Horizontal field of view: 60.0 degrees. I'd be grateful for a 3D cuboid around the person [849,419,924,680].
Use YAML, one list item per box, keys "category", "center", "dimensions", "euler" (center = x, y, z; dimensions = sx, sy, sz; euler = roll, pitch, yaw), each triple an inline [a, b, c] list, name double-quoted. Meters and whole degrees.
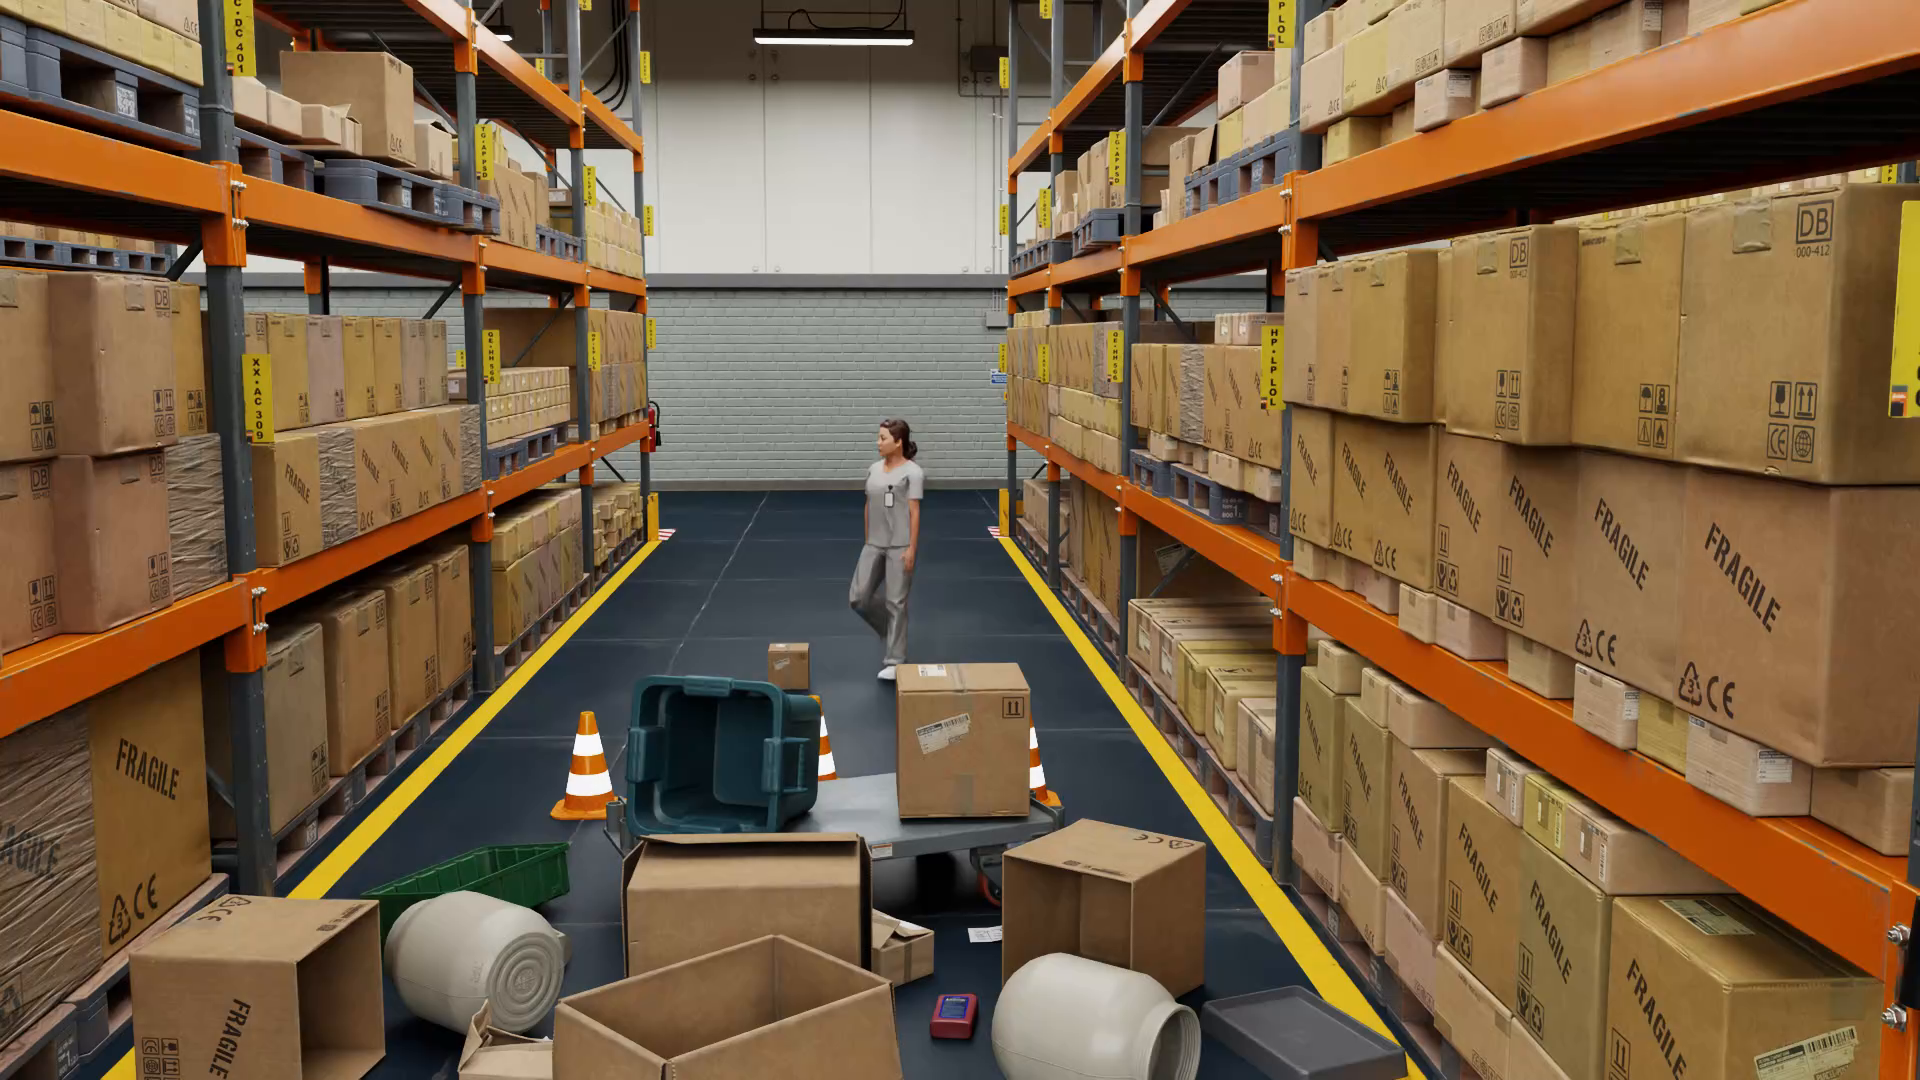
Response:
- category: "person"
  center: [-0.437, 0.055, 10.729]
  dimensions: [0.452, 1.649, 0.524]
  euler: [4, 8, 29]
